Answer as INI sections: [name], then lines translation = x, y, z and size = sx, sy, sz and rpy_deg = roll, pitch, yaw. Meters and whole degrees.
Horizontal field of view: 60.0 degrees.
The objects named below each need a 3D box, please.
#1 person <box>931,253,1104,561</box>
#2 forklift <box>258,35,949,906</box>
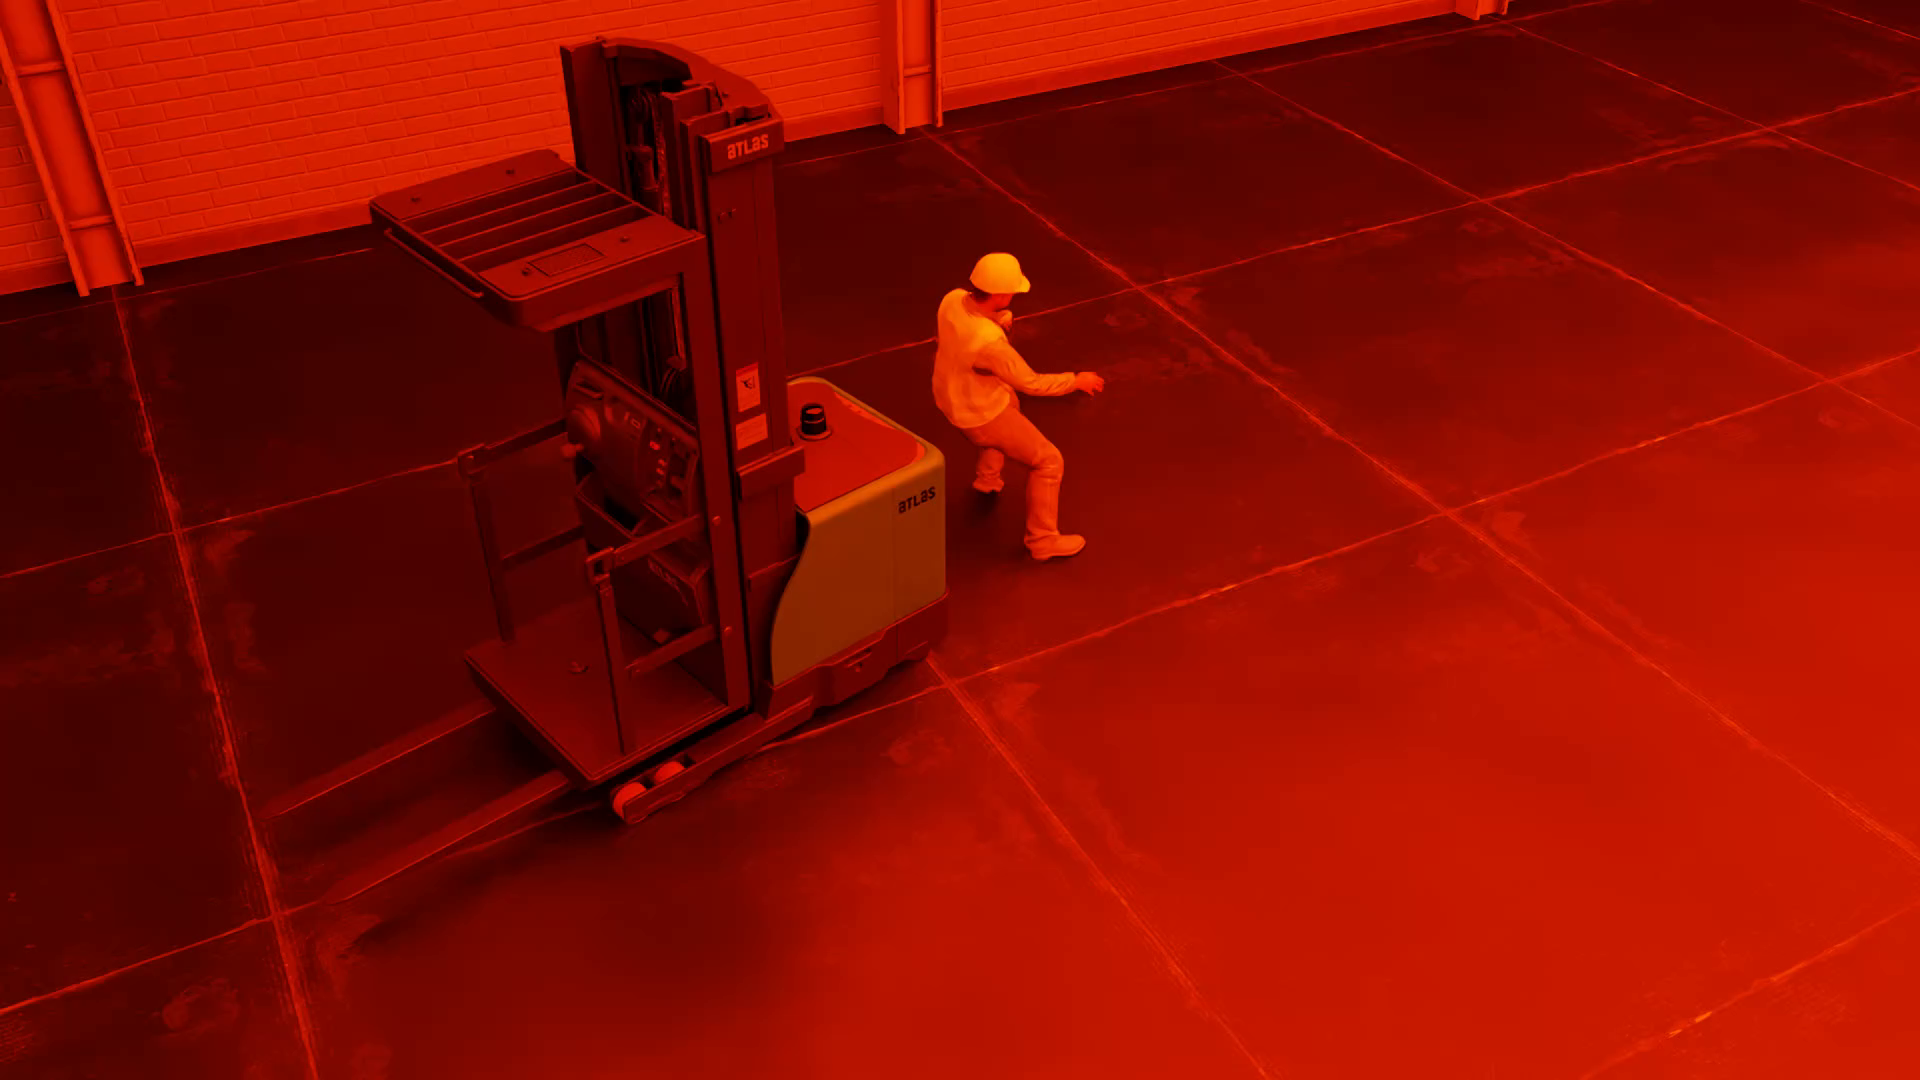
[person]
translation = 0.255, -0.761, 8.362
size = 0.752, 1.595, 0.909
rpy_deg = -15, 38, -21
[forklift]
translation = -1.487, -0.352, 6.621
size = 3.031, 2.935, 1.130
rpy_deg = -27, 43, -33
